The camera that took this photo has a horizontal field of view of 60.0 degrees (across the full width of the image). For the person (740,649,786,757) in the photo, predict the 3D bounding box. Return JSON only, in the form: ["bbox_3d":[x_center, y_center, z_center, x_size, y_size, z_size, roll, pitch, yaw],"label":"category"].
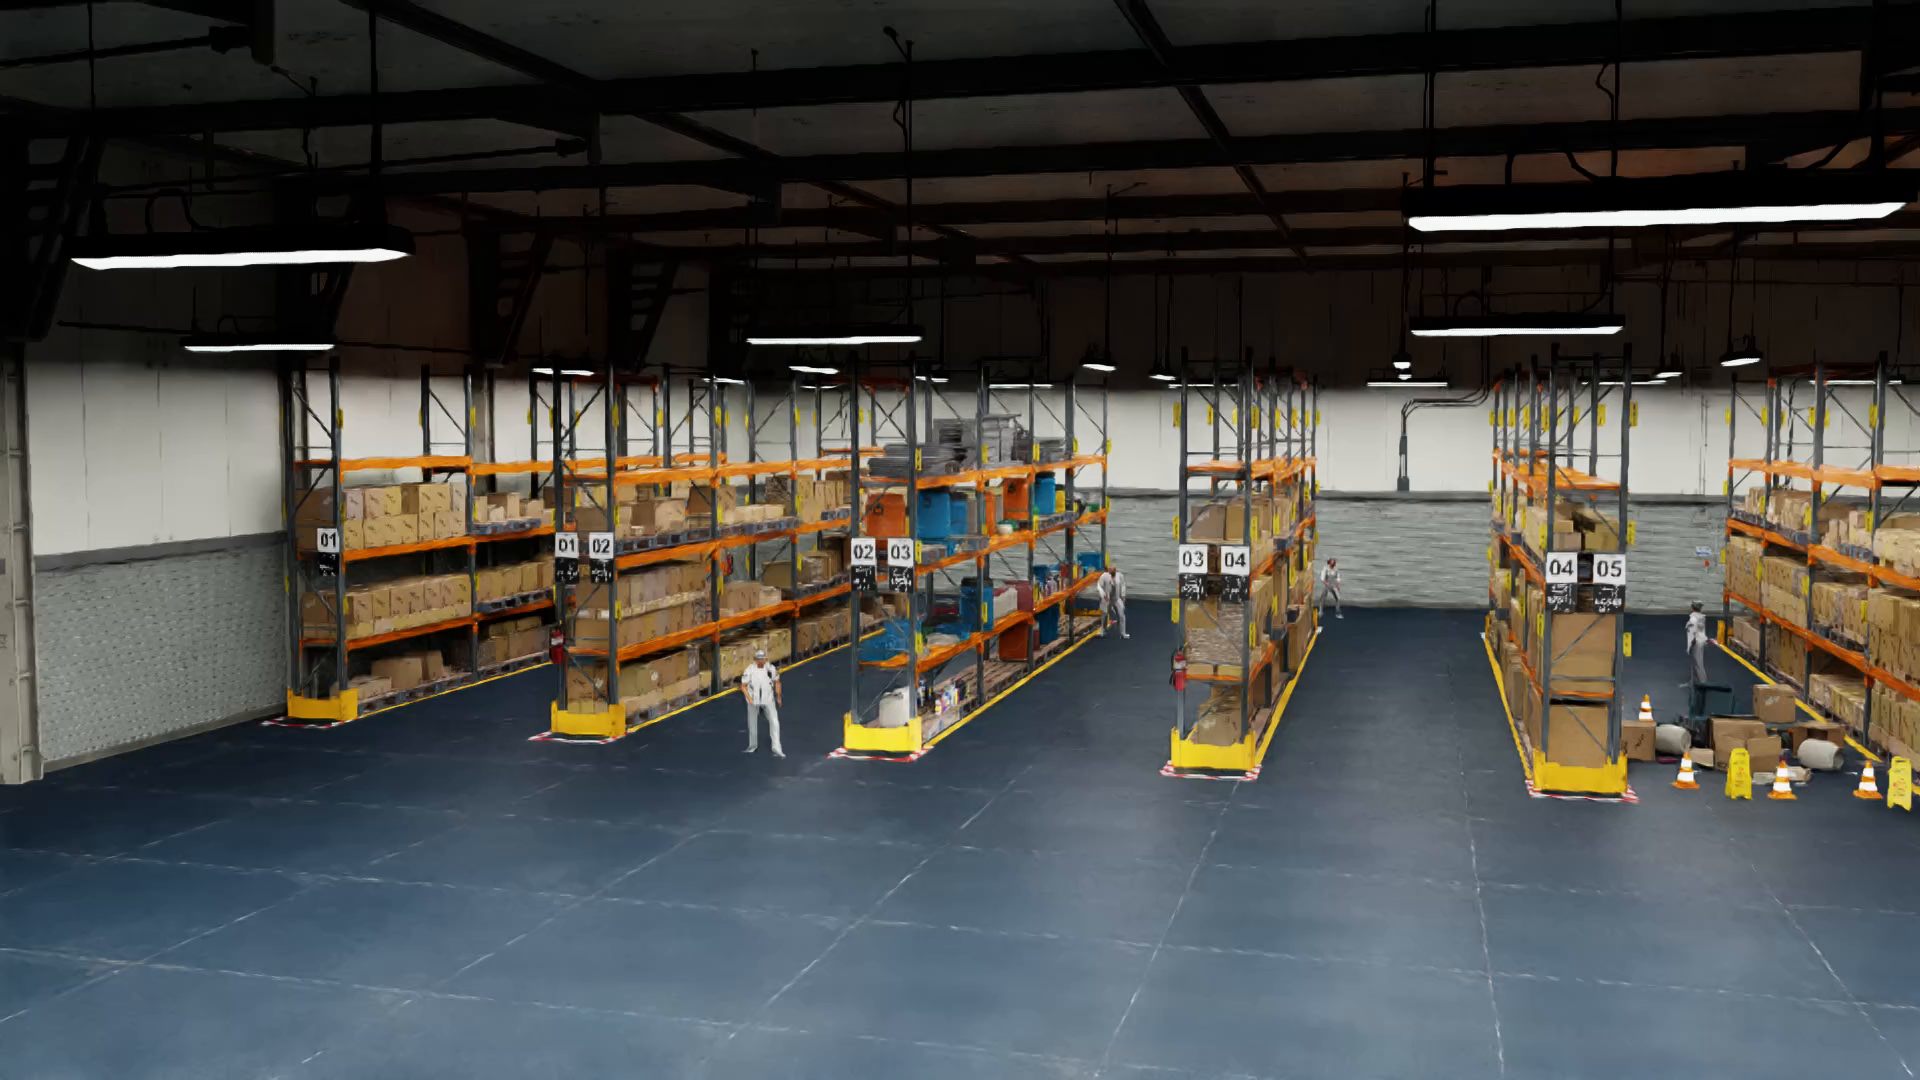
[{"bbox_3d":[-2.914,2.389,24.648,0.664,1.598,0.797,0,4,-4],"label":"person"}]

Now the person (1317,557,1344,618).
[{"bbox_3d":[9.291,1.164,41.729,0.562,1.527,0.782,0,4,-2],"label":"person"}]

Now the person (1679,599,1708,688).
[{"bbox_3d":[13.484,1.916,30.518,0.555,1.664,0.586,4,6,41],"label":"person"}]

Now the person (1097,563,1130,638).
[{"bbox_3d":[3.455,1.357,37.834,0.724,1.713,0.901,0,4,-2],"label":"person"}]
